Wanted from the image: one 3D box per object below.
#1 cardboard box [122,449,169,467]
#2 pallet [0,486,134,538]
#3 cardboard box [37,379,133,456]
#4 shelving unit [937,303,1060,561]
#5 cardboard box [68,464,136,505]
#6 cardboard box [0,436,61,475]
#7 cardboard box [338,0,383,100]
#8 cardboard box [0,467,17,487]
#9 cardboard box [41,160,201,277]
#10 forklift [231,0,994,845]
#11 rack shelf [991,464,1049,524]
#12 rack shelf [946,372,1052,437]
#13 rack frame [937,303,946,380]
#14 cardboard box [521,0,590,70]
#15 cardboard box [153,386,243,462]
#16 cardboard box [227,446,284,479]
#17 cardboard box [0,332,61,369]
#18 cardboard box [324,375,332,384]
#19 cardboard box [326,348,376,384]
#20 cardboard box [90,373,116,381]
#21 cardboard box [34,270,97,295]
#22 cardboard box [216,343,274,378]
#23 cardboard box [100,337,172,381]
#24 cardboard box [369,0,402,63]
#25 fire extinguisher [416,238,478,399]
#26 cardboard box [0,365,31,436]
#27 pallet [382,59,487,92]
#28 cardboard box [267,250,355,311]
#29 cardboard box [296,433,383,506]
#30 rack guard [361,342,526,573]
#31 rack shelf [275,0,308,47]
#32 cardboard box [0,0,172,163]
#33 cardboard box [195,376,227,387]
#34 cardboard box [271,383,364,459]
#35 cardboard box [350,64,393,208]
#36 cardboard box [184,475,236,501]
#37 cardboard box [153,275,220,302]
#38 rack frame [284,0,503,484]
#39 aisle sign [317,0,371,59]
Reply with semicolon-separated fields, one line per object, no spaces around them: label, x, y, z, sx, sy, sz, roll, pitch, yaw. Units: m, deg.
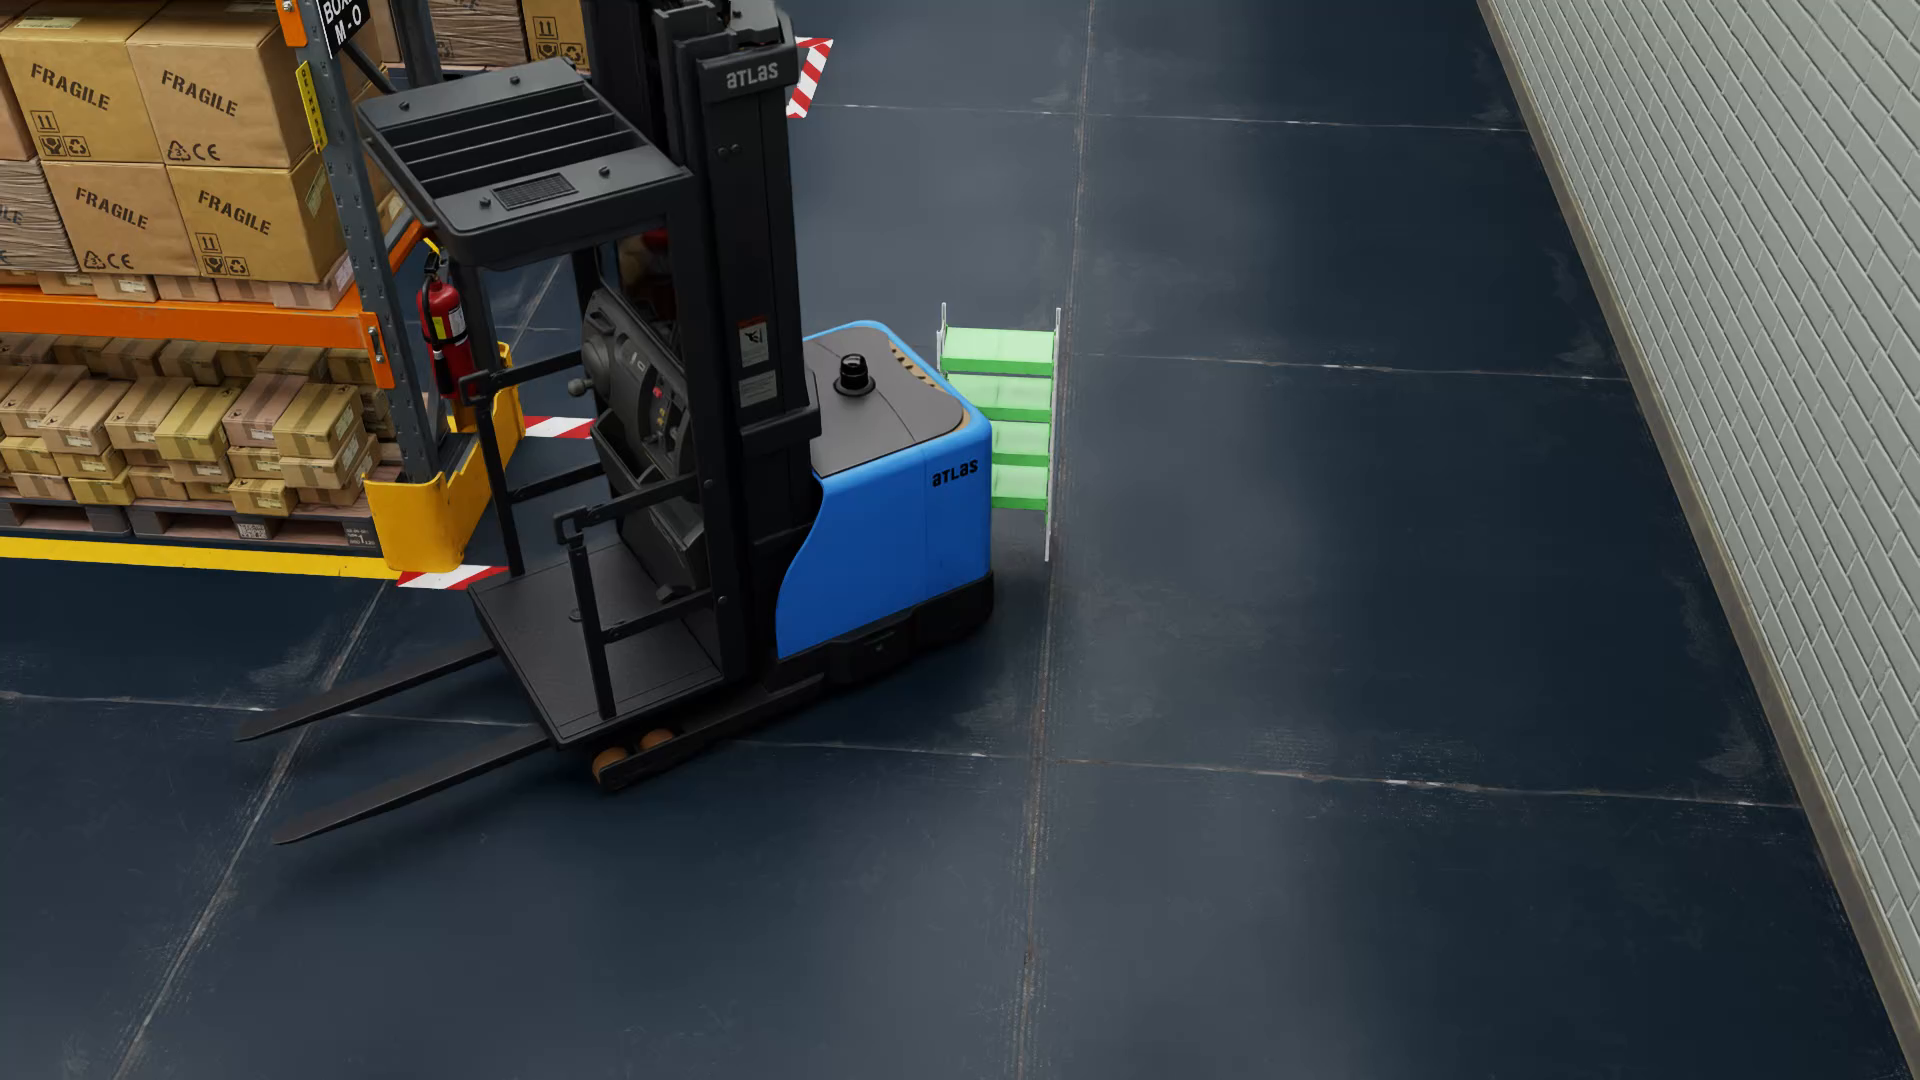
cardboard box;-3.666;-0.510;7.690;0.250;0.149;0.380;3;39;3
pallet;-4.433;-0.438;8.121;1.213;0.211;1.003;3;39;4
cardboard box;-3.927;-0.556;7.512;0.250;0.149;0.380;5;39;6
shelving unit;0.165;-0.456;7.360;0.503;1.200;0.258;3;39;4
cardboard box;-3.909;-0.334;7.710;0.250;0.149;0.380;1;39;2
cardboard box;-4.178;-0.476;7.649;0.250;0.149;0.380;5;39;6
cardboard box;-2.763;-2.115;6.865;0.500;0.500;0.500;3;39;4
cardboard box;-4.424;-0.423;7.819;0.250;0.149;0.380;4;39;5
cardboard box;-3.321;-1.429;6.815;0.500;0.500;0.500;3;39;3
forklift;-1.379;-0.539;6.090;3.031;2.935;1.130;-21;44;-24
rack shelf;0.165;-0.221;7.552;0.480;0.148;0.258;3;39;4
rack shelf;0.165;-0.593;7.249;0.480;0.148;0.258;3;39;4
rack frame;-0.078;-0.470;7.377;0.015;1.200;0.240;3;39;4
cardboard box;-2.455;-3.818;11.416;0.875;0.875;0.875;3;39;4
cardboard box;-3.402;-0.523;7.470;0.250;0.149;0.380;2;39;3
cardboard box;-3.145;-0.451;7.618;0.250;0.149;0.380;2;39;3
cardboard box;-4.403;-0.924;7.964;0.250;0.149;0.380;3;39;4
cardboard box;-3.107;-0.794;8.040;0.250;0.149;0.380;3;39;4
cardboard box;-2.831;-0.911;7.948;0.250;0.149;0.380;1;39;2
cardboard box;-4.151;-0.778;8.019;0.250;0.149;0.380;5;39;6
cardboard box;-3.700;-1.197;7.044;0.250;0.149;0.380;2;39;2
cardboard box;-3.356;-0.945;7.989;0.250;0.149;0.380;3;39;4
cardboard box;-3.886;-0.927;7.968;0.250;0.149;0.380;5;39;6
cardboard box;-4.248;-3.917;11.536;0.875;0.875;0.875;3;39;4
fire extinguisher;-2.128;-0.903;6.839;0.183;0.674;0.296;3;39;4
cardboard box;-4.444;-0.637;7.611;0.250;0.149;0.380;3;39;4
pallet;-3.826;-3.476;11.853;1.213;0.211;1.003;3;39;4
cardboard box;-2.688;-1.124;6.953;0.250;0.149;0.380;3;39;4
cardboard box;-2.881;-0.336;7.712;0.250;0.149;0.380;4;39;5
rack guard;-2.414;-0.416;7.865;0.348;0.500;1.175;3;39;4
rack shelf;-4.331;-2.374;6.485;4.000;0.370;1.077;3;39;4
cardboard box;-3.321;-1.819;6.502;0.500;0.500;0.500;2;39;2
cardboard box;-3.604;-0.834;8.089;0.250;0.149;0.380;4;39;5
cardboard box;-2.888;-0.539;7.490;0.250;0.149;0.380;4;39;4
cardboard box;-2.762;-1.734;7.189;0.500;0.500;0.500;5;39;6
cardboard box;-3.402;-0.355;7.735;0.250;0.149;0.380;3;39;4
cardboard box;-3.184;-1.165;7.004;0.250;0.149;0.380;3;39;3
rack frame;-2.339;-1.381;7.071;0.127;3.000;1.000;3;39;4
aisle sign;-2.292;-2.197;6.013;0.004;0.787;0.394;3;39;4
